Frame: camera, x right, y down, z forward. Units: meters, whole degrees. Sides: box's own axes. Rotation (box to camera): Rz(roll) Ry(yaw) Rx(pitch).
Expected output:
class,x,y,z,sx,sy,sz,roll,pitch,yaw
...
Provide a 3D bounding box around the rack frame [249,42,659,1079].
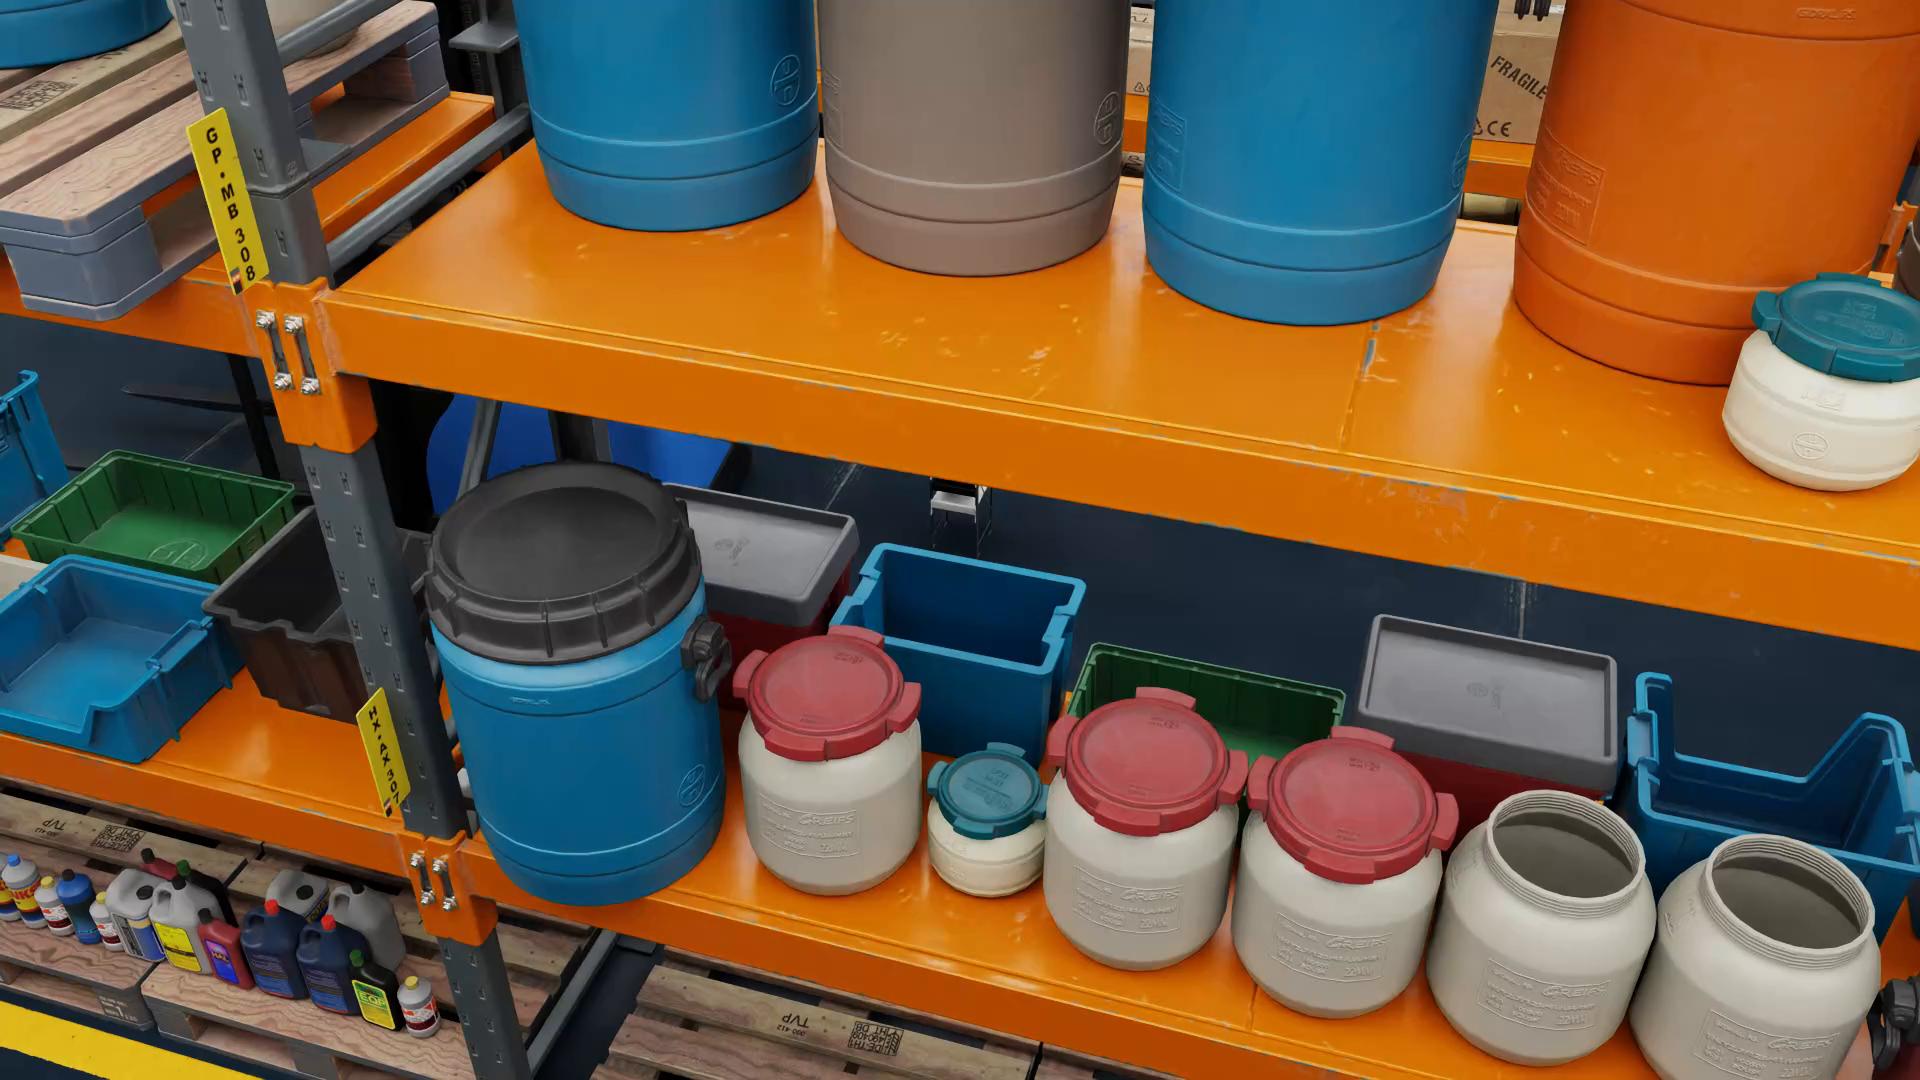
class,x,y,z,sx,sy,sz,roll,pitch,yaw
rack frame,-1.147,0.293,4.321,0.127,3.000,1.000,10,38,14

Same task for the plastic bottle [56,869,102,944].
class,x,y,z,sx,sy,sz,roll,pitch,yaw
plastic bottle,-2.712,1.119,5.130,0.097,0.271,0.097,0,36,0

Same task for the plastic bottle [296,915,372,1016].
class,x,y,z,sx,sy,sz,roll,pitch,yaw
plastic bottle,-1.848,1.232,4.909,0.185,0.351,0.144,10,37,13

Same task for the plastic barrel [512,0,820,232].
class,x,y,z,sx,sy,sz,roll,pitch,yaw
plastic barrel,-0.597,-1.149,3.328,0.708,0.901,0.600,10,38,14

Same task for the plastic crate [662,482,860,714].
class,x,y,z,sx,sy,sz,roll,pitch,yaw
plastic crate,-0.594,0.180,4.421,0.583,0.464,0.402,10,38,14

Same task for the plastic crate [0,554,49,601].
class,x,y,z,sx,sy,sz,roll,pitch,yaw
plastic crate,-2.773,0.256,4.594,0.437,0.136,0.530,10,38,14

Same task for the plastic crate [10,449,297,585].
class,x,y,z,sx,sy,sz,roll,pitch,yaw
plastic crate,-2.359,-0.021,4.927,0.662,0.188,0.450,10,38,14

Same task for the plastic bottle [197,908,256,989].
class,x,y,z,sx,sy,sz,roll,pitch,yaw
plastic bottle,-2.199,1.220,4.982,0.133,0.283,0.061,13,38,17

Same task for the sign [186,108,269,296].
class,x,y,z,sx,sy,sz,roll,pitch,yaw
sign,-1.322,-0.609,3.009,0.005,0.325,0.100,10,38,14

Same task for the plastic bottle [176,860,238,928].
class,x,y,z,sx,sy,sz,roll,pitch,yaw
plastic bottle,-2.333,1.106,5.137,0.133,0.283,0.061,10,38,14

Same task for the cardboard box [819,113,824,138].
class,x,y,z,sx,sy,sz,roll,pitch,yaw
cardboard box,-0.648,-1.926,8.668,0.500,0.500,0.500,10,38,14

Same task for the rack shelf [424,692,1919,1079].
class,x,y,z,sx,sy,sz,roll,pitch,yaw
rack shelf,0.762,0.937,4.054,4.000,0.370,1.077,10,38,14

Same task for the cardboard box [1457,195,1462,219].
class,x,y,z,sx,sy,sz,roll,pitch,yaw
cardboard box,2.258,-1.618,8.410,0.500,0.311,0.500,10,38,13

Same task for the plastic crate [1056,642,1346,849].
class,x,y,z,sx,sy,sz,roll,pitch,yaw
plastic crate,0.599,0.527,4.182,0.662,0.188,0.450,10,38,14

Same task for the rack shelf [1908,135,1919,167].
class,x,y,z,sx,sy,sz,roll,pitch,yaw
rack shelf,6.060,-1.158,6.900,4.000,0.370,1.077,10,38,14

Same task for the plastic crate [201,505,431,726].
class,x,y,z,sx,sy,sz,roll,pitch,yaw
plastic crate,-1.609,0.154,4.563,0.504,0.338,0.767,10,38,14

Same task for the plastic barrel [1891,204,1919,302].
class,x,y,z,sx,sy,sz,roll,pitch,yaw
plastic barrel,1.951,-0.677,2.687,0.600,0.901,0.600,0,36,0

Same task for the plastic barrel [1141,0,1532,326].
class,x,y,z,sx,sy,sz,roll,pitch,yaw
plastic barrel,0.651,-0.918,3.014,0.708,0.901,0.600,10,38,14

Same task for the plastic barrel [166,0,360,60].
class,x,y,z,sx,sy,sz,roll,pitch,yaw
plastic barrel,-1.500,-1.316,3.528,0.421,0.512,0.421,0,36,0

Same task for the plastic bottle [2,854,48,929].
class,x,y,z,sx,sy,sz,roll,pitch,yaw
plastic bottle,-2.905,1.083,5.178,0.097,0.271,0.097,0,36,0

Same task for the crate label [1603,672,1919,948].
class,x,y,z,sx,sy,sz,roll,pitch,yaw
crate label,1.803,0.658,3.796,0.616,0.435,0.502,10,38,14

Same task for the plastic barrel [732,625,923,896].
class,x,y,z,sx,sy,sz,roll,pitch,yaw
plastic barrel,-0.300,0.532,3.882,0.433,0.535,0.433,0,36,0

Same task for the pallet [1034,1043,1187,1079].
class,x,y,z,sx,sy,sz,roll,pitch,yaw
pallet,0.782,1.748,4.697,1.213,0.211,1.003,10,38,14

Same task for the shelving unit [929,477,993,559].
class,x,y,z,sx,sy,sz,roll,pitch,yaw
shelving unit,0.008,-0.361,6.981,0.210,0.900,0.258,10,38,14

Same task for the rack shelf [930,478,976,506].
class,x,y,z,sx,sy,sz,roll,pitch,yaw
rack shelf,0.008,-0.262,7.054,0.200,0.077,0.258,10,38,14

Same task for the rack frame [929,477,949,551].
class,x,y,z,sx,sy,sz,roll,pitch,yaw
rack frame,-0.089,-0.379,7.006,0.006,0.900,0.240,10,38,14

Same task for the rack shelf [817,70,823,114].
class,x,y,z,sx,sy,sz,roll,pitch,yaw
rack shelf,-1.576,-2.572,8.821,4.000,0.370,1.077,10,38,14

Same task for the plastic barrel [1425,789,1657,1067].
class,x,y,z,sx,sy,sz,roll,pitch,yaw
plastic barrel,1.223,0.820,3.511,0.421,0.512,0.421,0,36,0

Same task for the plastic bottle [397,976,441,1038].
class,x,y,z,sx,sy,sz,roll,pitch,yaw
plastic bottle,-1.587,1.355,4.867,0.097,0.201,0.097,0,36,0

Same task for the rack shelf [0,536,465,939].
class,x,y,z,sx,sy,sz,roll,pitch,yaw
rack shelf,-3.056,0.230,5.014,4.000,0.370,1.077,10,38,14

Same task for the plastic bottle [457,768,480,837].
class,x,y,z,sx,sy,sz,roll,pitch,yaw
plastic bottle,-1.638,0.867,5.468,0.135,0.276,0.152,12,38,16

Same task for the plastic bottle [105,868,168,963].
class,x,y,z,sx,sy,sz,roll,pitch,yaw
plastic bottle,-2.493,1.140,5.097,0.135,0.276,0.152,11,38,15

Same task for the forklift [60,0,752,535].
class,x,y,z,sx,sy,sz,roll,pitch,yaw
forklift,-2.519,-1.382,6.654,3.031,2.935,1.130,6,37,8

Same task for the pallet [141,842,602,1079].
class,x,y,z,sx,sy,sz,roll,pitch,yaw
pallet,-1.776,1.274,5.341,1.213,0.211,1.003,10,38,14

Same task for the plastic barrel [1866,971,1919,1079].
class,x,y,z,sx,sy,sz,roll,pitch,yaw
plastic barrel,2.137,1.035,3.198,0.708,0.536,0.600,10,38,14

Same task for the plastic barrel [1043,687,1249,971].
class,x,y,z,sx,sy,sz,roll,pitch,yaw
plastic barrel,0.401,0.662,3.706,0.433,0.535,0.433,0,36,0

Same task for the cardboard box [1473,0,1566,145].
class,x,y,z,sx,sy,sz,roll,pitch,yaw
cardboard box,2.545,-2.129,7.528,0.500,0.500,0.500,9,37,11

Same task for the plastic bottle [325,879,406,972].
class,x,y,z,sx,sy,sz,roll,pitch,yaw
plastic bottle,-1.805,1.151,5.020,0.185,0.351,0.144,10,38,14

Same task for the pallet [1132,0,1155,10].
class,x,y,z,sx,sy,sz,roll,pitch,yaw
pallet,1.155,-4.288,12.897,1.213,0.211,1.003,10,38,14
